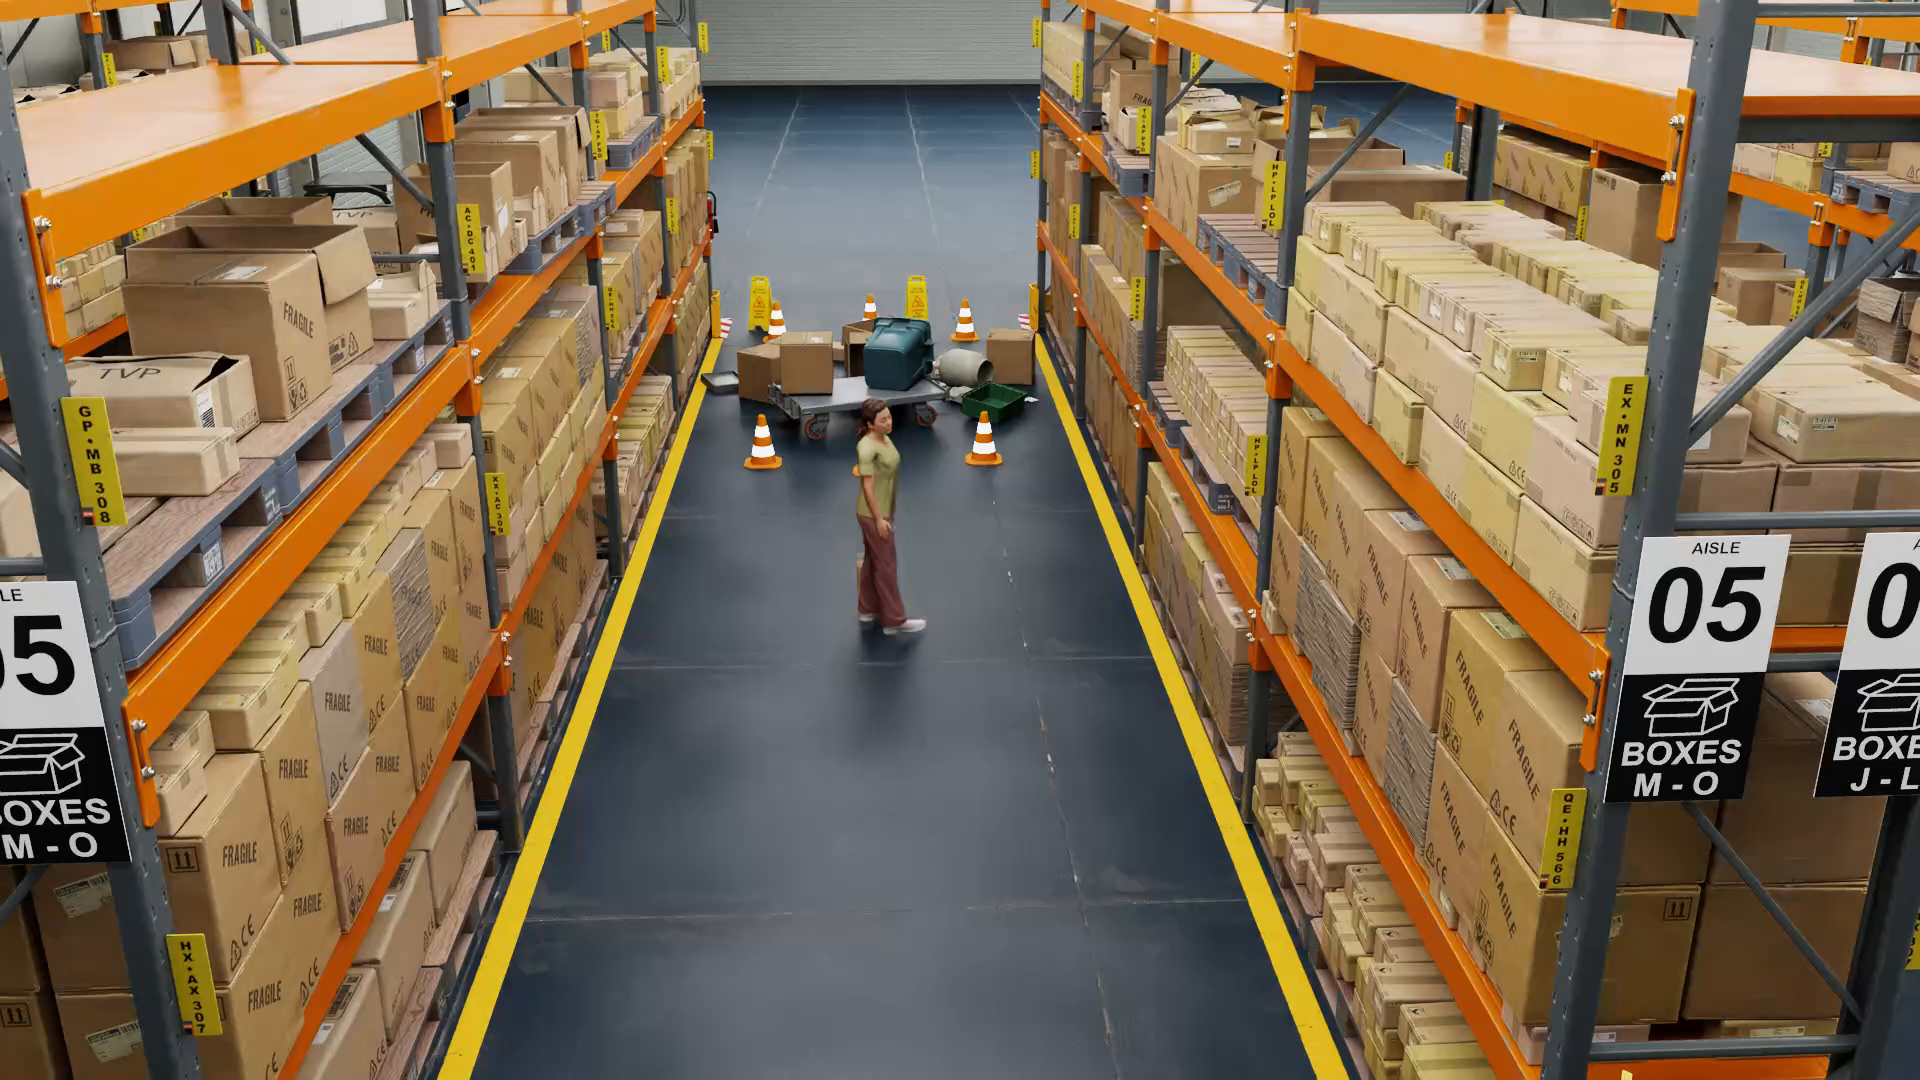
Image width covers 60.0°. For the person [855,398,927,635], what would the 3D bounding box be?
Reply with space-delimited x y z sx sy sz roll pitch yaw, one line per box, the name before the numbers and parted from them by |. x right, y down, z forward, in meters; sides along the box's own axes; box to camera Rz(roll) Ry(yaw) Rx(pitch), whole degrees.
person | -0.480 -0.168 11.468 0.527 1.673 0.507 3 21 9
